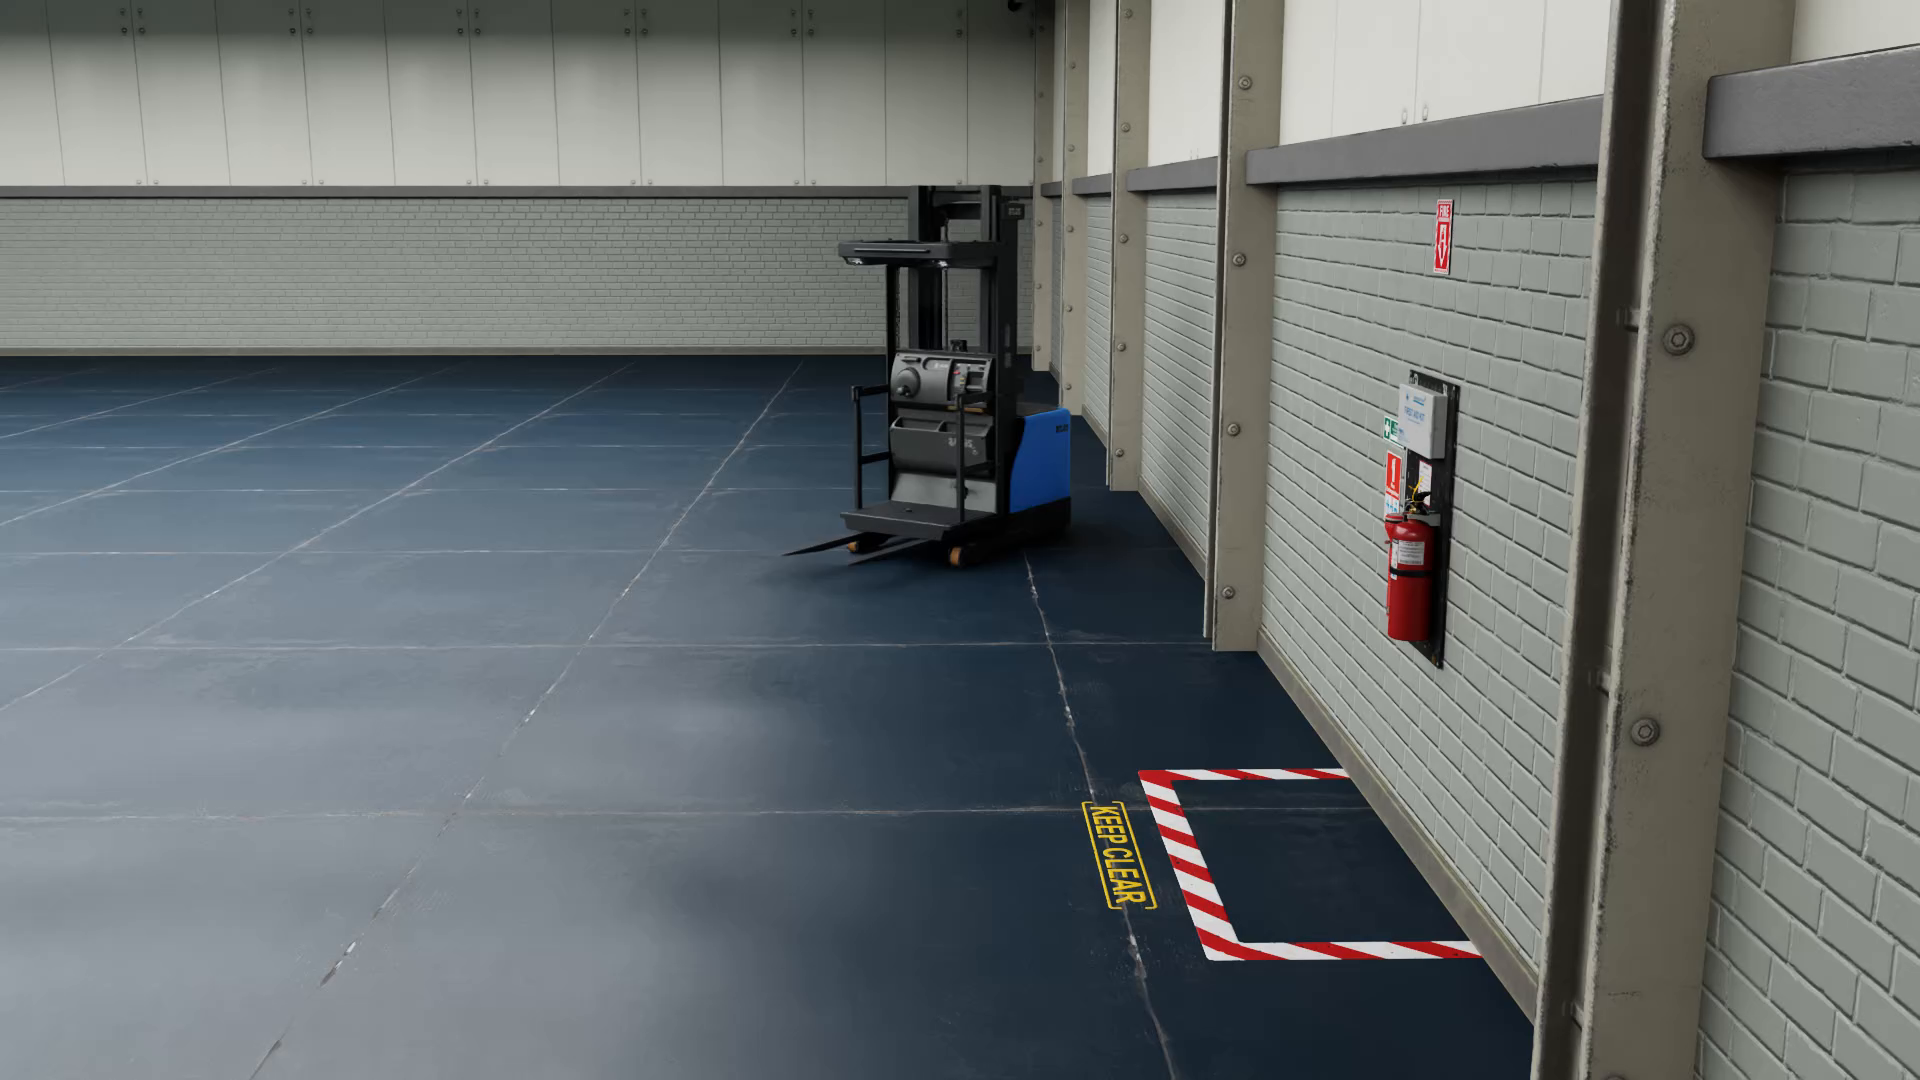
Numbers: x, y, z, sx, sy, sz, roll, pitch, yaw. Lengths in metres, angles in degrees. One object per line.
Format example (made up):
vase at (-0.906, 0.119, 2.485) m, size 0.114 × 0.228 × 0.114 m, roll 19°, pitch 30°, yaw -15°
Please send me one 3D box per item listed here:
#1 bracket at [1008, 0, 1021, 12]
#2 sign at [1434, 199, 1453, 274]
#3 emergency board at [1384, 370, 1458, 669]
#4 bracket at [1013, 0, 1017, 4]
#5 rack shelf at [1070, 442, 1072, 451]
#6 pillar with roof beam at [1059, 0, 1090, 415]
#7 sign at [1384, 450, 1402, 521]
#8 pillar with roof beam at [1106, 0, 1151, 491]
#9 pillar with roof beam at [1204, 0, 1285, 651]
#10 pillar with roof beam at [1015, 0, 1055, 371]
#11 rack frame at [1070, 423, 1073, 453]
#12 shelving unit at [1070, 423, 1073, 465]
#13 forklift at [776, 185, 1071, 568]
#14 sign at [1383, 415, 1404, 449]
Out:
bracket at (0.979, -9.638, 29.881) m, size 0.235 × 0.232 × 0.430 m, roll 0°, pitch 11°, yaw -1°
sign at (1.974, -1.241, 6.799) m, size 0.001 × 0.298 × 0.199 m, roll 0°, pitch 11°, yaw -1°
emergency board at (1.875, -0.102, 7.020) m, size 0.194 × 1.169 × 0.643 m, roll 0°, pitch 11°, yaw -1°
bracket at (0.992, -9.521, 29.302) m, size 0.076 × 0.066 × 3.189 m, roll 0°, pitch 11°, yaw -1°
rack shelf at (0.825, -0.831, 14.663) m, size 0.258 × 0.077 × 0.200 m, roll 9°, pitch 9°, yaw 37°
pillar with roof beam at (-2.788, -6.112, 21.551) m, size 9.100 × 9.000 × 0.400 m, roll 0°, pitch 11°, yaw -1°
sign at (1.967, -0.230, 7.560) m, size 0.001 × 0.329 × 0.234 m, roll 0°, pitch 11°, yaw -1°
pillar with roof beam at (-2.664, -4.919, 15.672) m, size 9.100 × 9.000 × 0.400 m, roll 0°, pitch 11°, yaw -1°
pillar with roof beam at (-2.540, -3.726, 9.793) m, size 9.100 × 9.000 × 0.400 m, roll 0°, pitch 11°, yaw -1°
pillar with roof beam at (-2.912, -7.304, 27.430) m, size 9.100 × 9.000 × 0.548 m, roll 0°, pitch 11°, yaw -1°
rack frame at (0.873, -0.602, 14.773) m, size 0.240 × 0.900 × 0.006 m, roll 9°, pitch 9°, yaw 37°
shelving unit at (0.811, -0.596, 14.693) m, size 0.258 × 0.900 × 0.210 m, roll 9°, pitch 9°, yaw 37°
forklift at (-0.265, -1.325, 13.220) m, size 1.130 × 2.935 × 3.031 m, roll 7°, pitch 14°, yaw 32°
sign at (1.958, -0.489, 7.503) m, size 0.001 × 0.109 × 0.331 m, roll 0°, pitch 11°, yaw -1°
